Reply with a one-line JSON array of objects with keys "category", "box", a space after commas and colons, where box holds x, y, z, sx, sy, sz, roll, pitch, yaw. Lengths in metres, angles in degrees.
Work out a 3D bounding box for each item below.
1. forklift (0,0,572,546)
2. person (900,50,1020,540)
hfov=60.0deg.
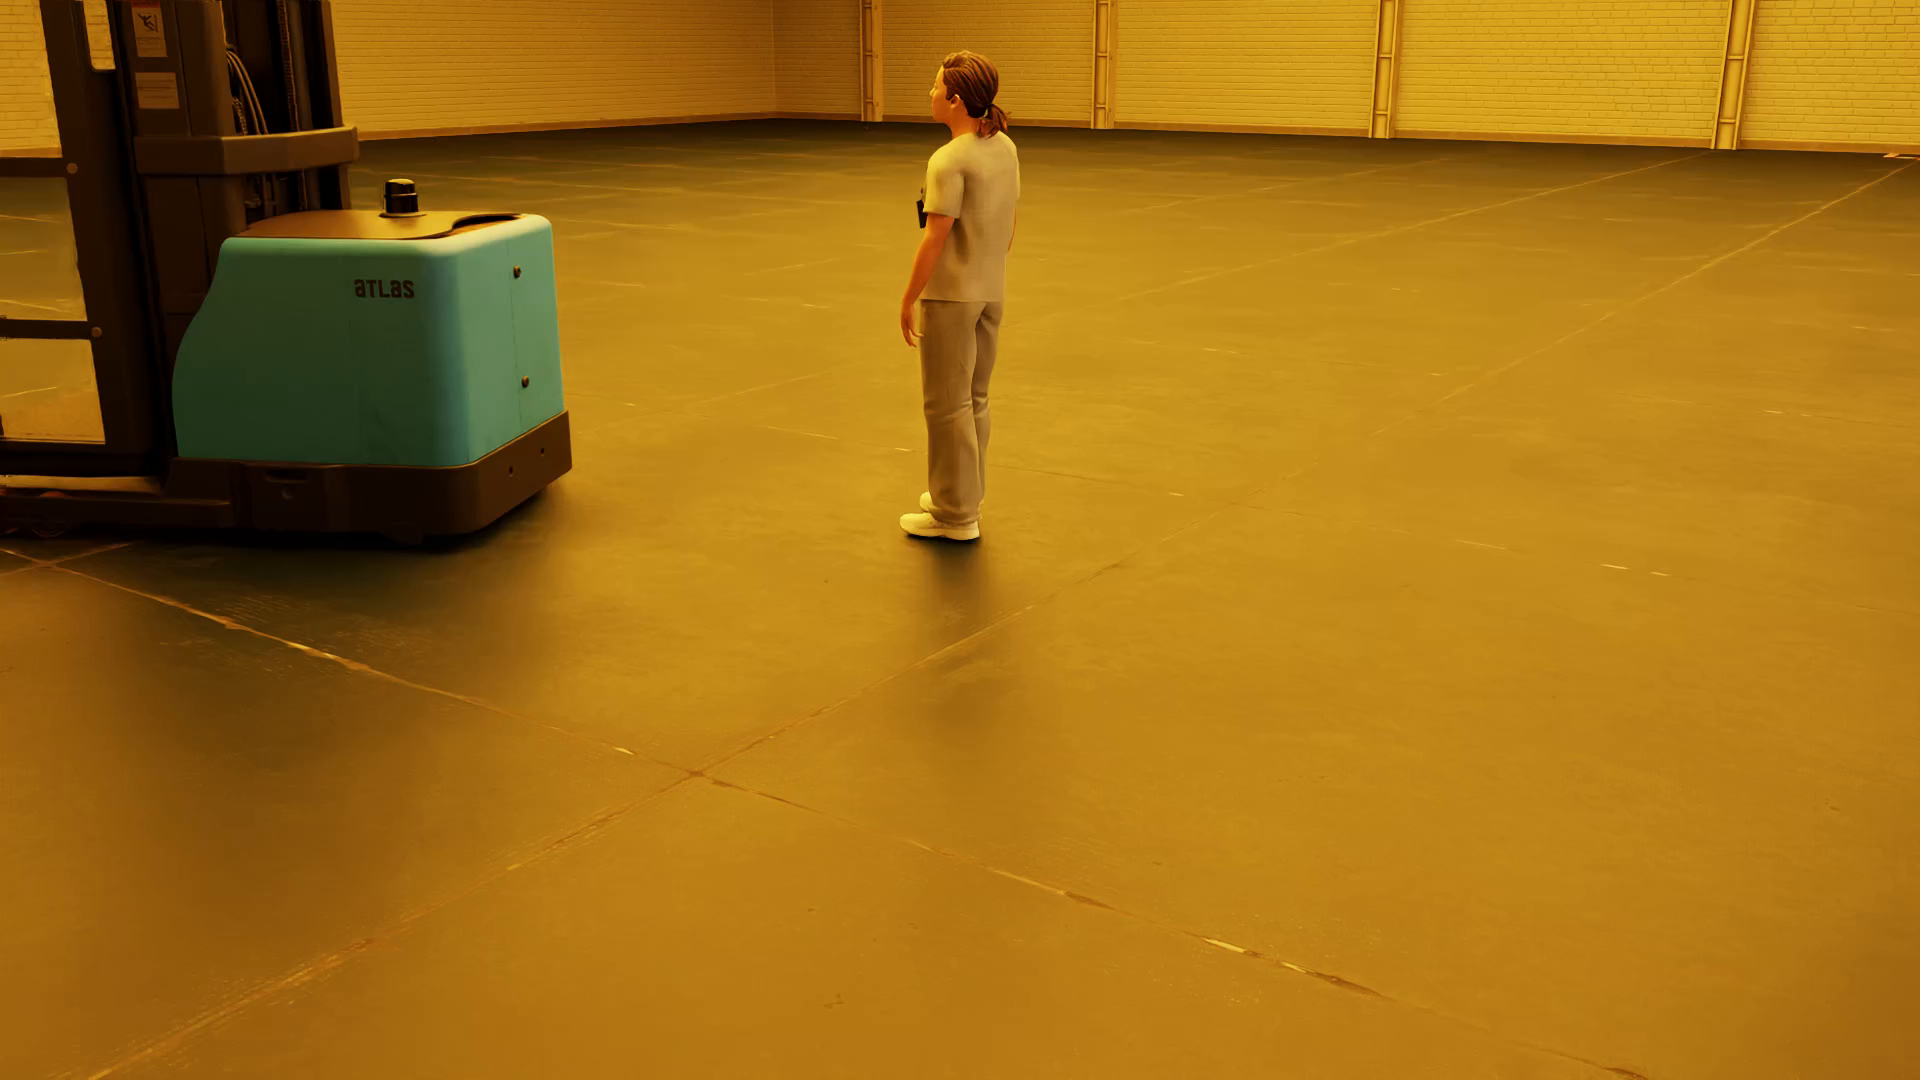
[{"category": "forklift", "box": [-3.112, -1.558, 6.044, 3.031, 2.935, 1.130, 2, 17, 8]}, {"category": "person", "box": [-0.053, -0.825, 5.757, 0.549, 1.675, 0.549, 11, 20, 33]}]
